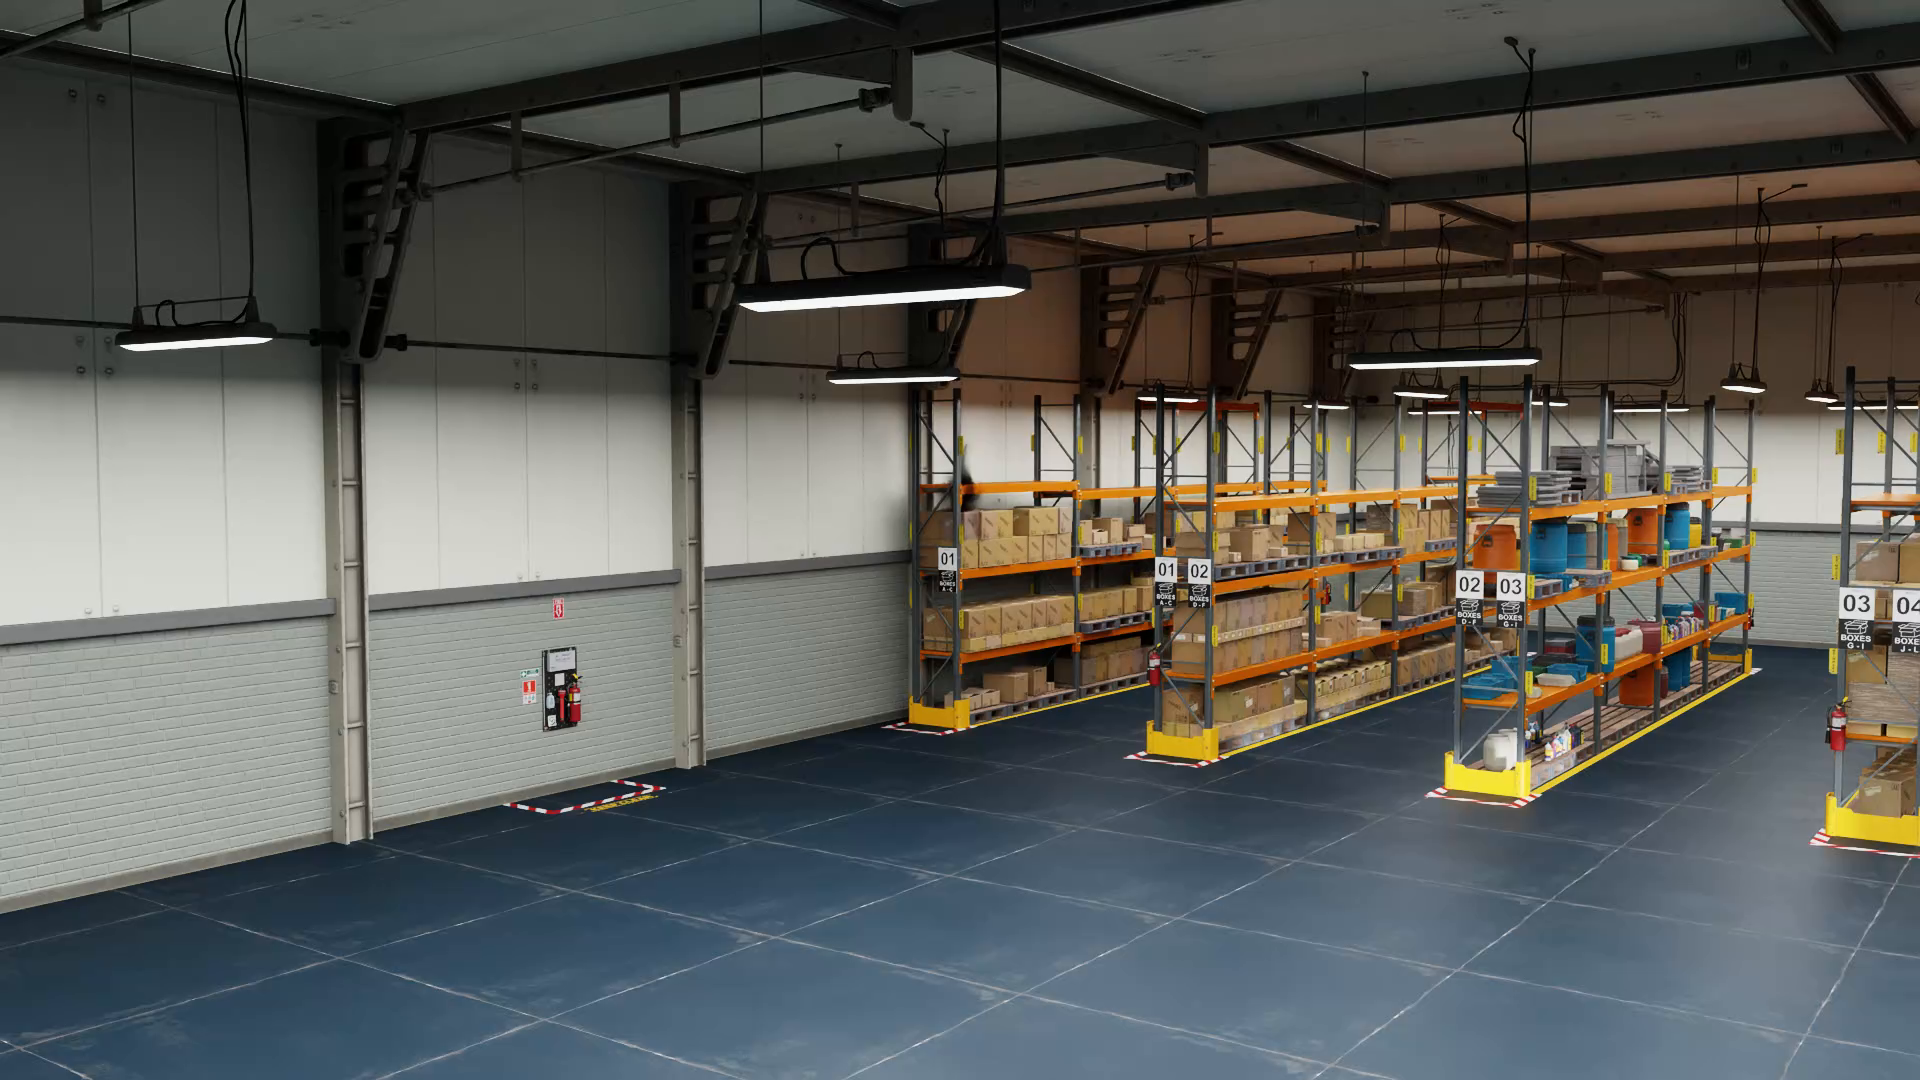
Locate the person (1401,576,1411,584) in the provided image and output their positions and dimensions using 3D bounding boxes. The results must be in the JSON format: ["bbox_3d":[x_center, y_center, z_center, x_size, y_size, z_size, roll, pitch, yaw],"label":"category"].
[{"bbox_3d":[11.261,1.757,42.583,0.781,1.713,0.645,-2,4,-29],"label":"person"}]
